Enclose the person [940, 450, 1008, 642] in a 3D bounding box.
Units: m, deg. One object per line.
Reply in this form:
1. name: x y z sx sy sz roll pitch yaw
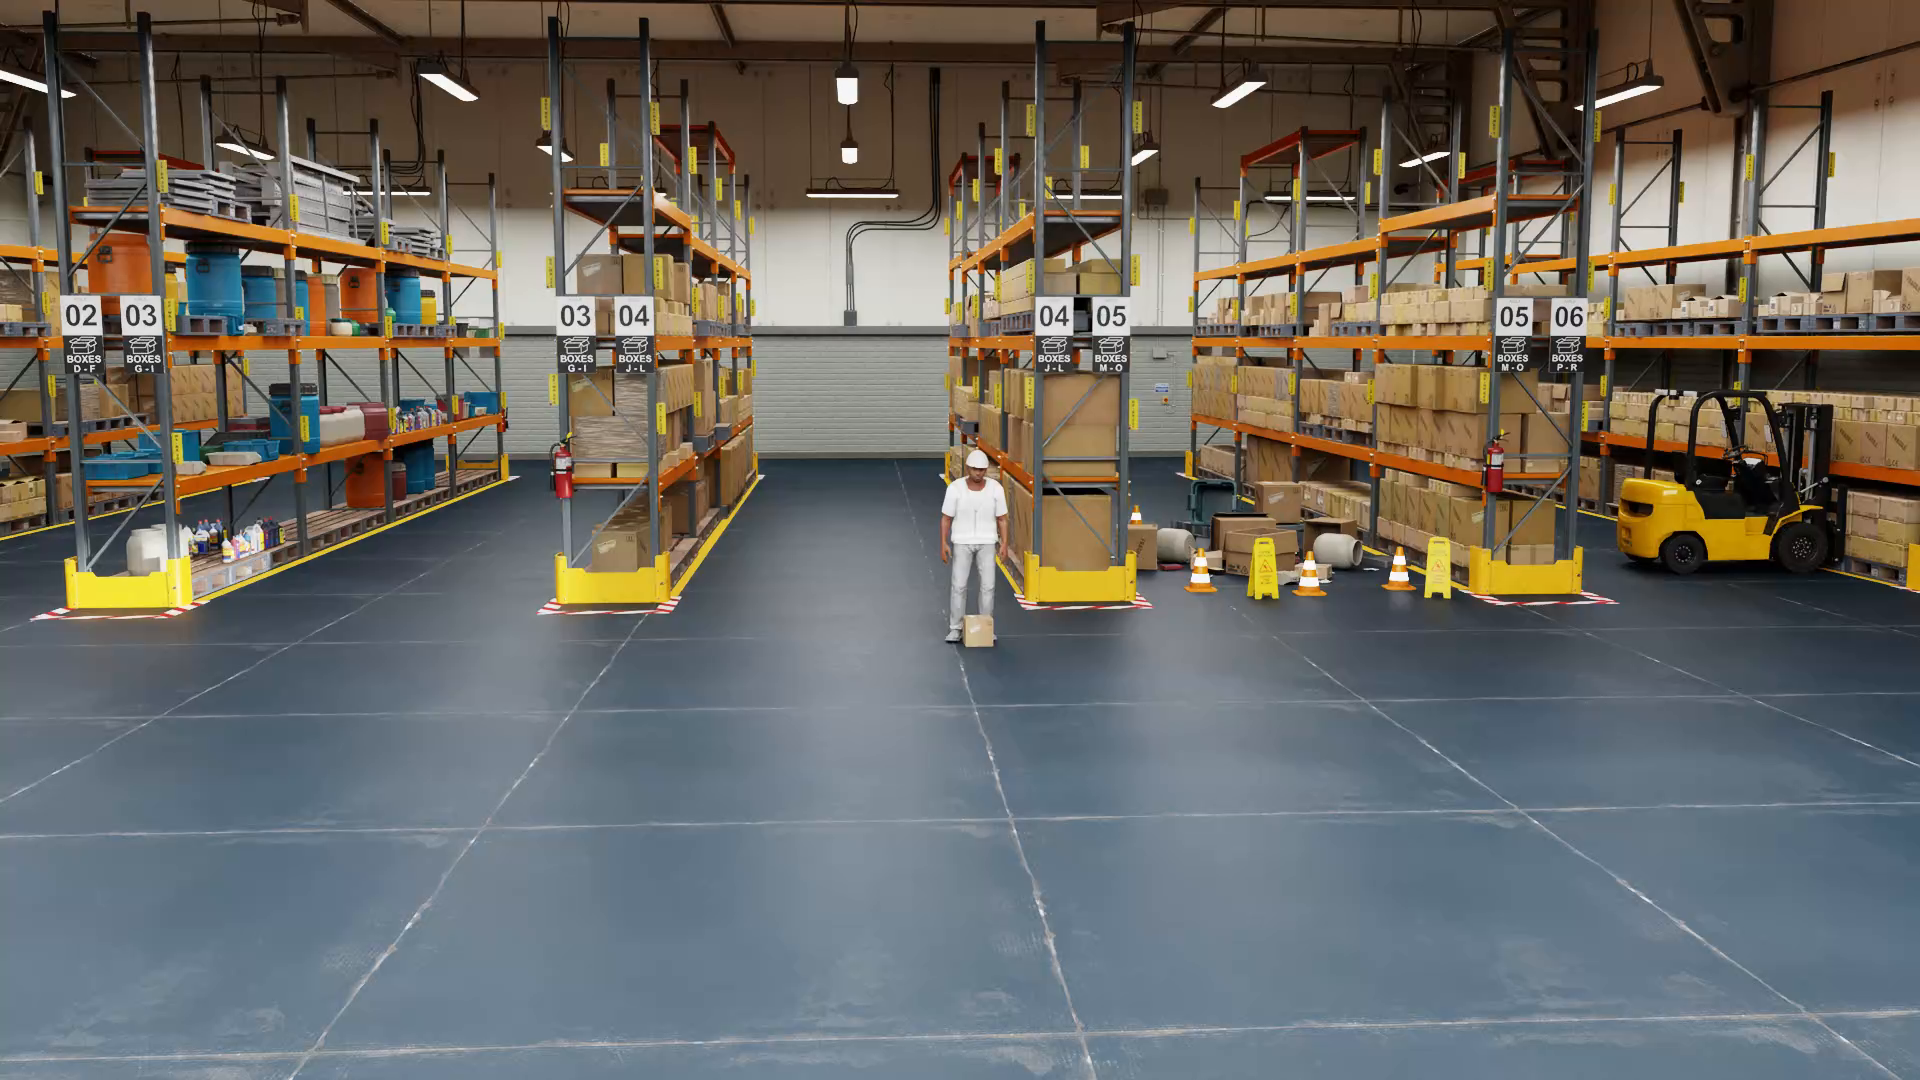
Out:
1. person: 0.132 0.049 15.252 0.628 1.761 0.458 0 7 -3
